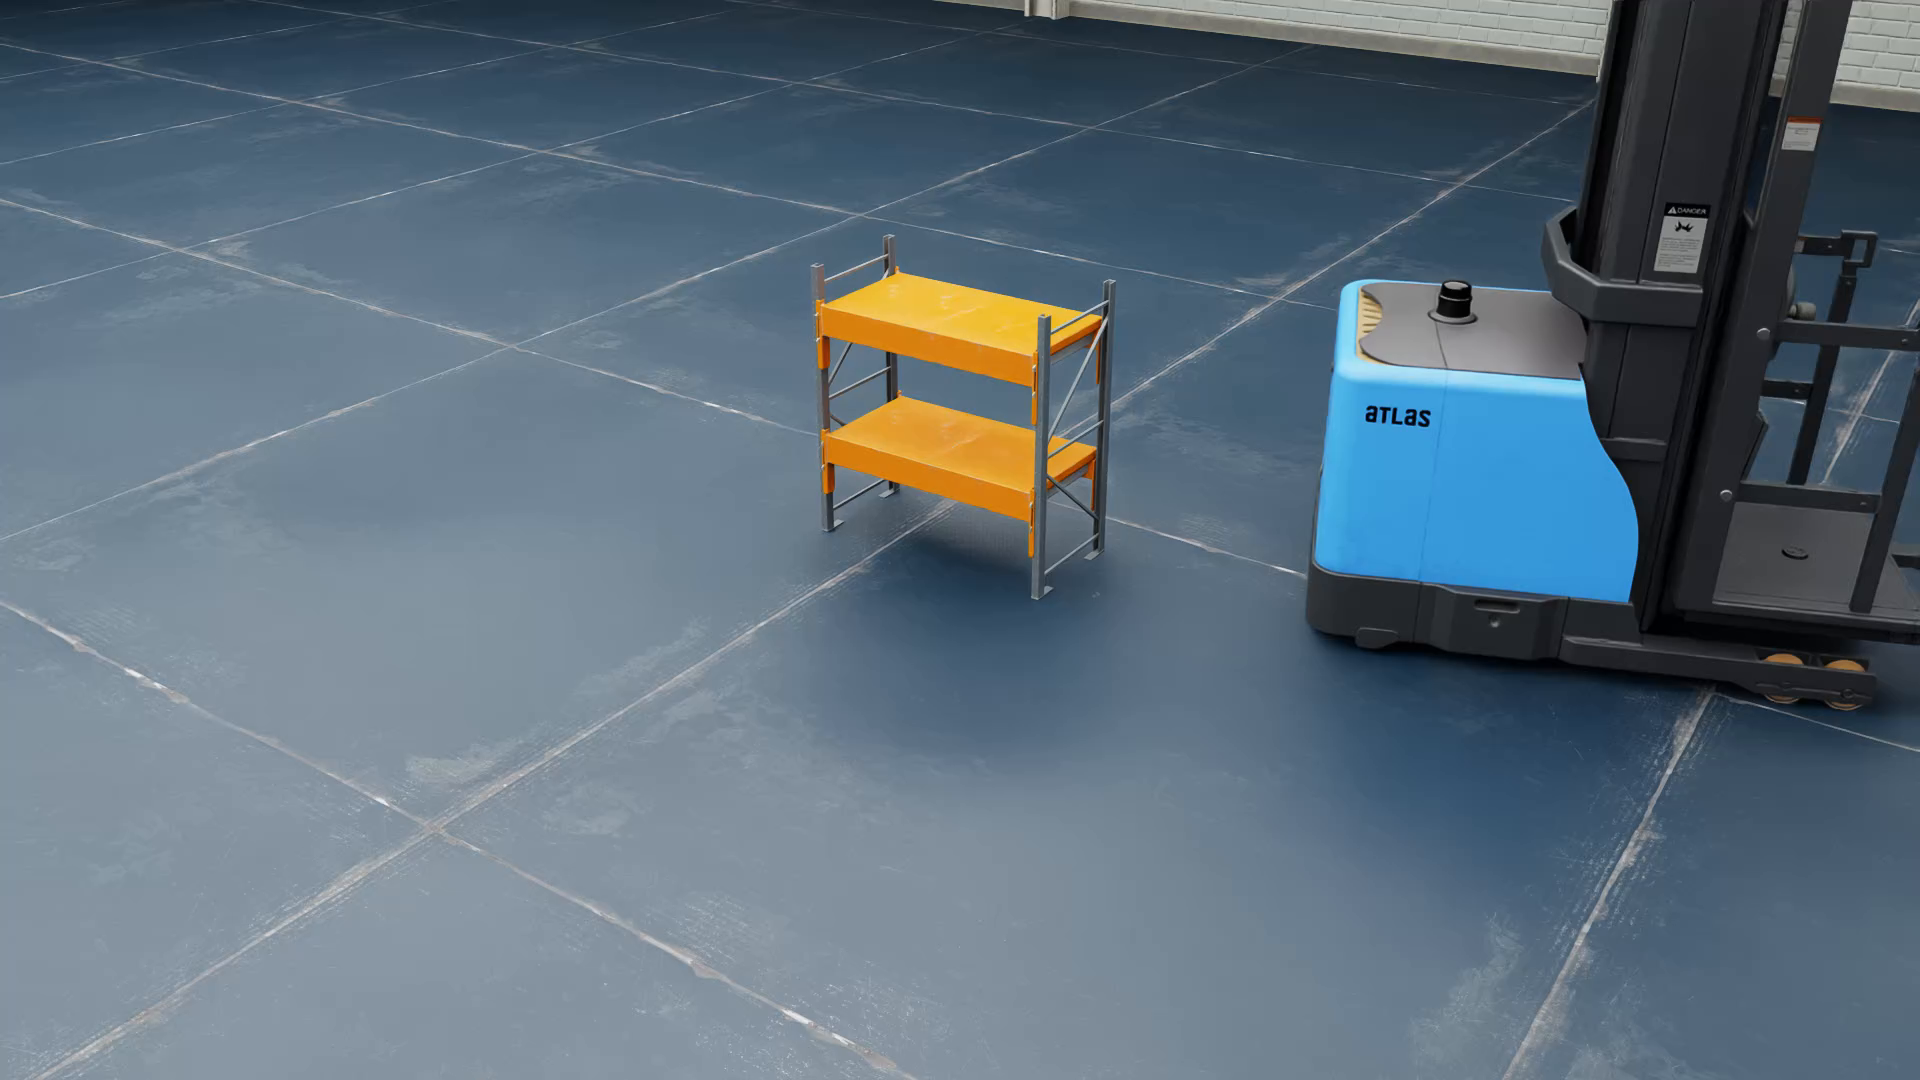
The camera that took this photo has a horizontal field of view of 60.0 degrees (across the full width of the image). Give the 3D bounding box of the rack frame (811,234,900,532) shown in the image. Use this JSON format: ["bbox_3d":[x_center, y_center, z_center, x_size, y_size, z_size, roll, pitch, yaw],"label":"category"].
[{"bbox_3d":[-0.413,-0.630,6.748,0.032,1.125,0.500,17,32,30],"label":"rack frame"}]

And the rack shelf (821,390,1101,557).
[{"bbox_3d":[0.006,-0.282,6.602,1.000,0.278,0.538,17,32,30],"label":"rack shelf"}]

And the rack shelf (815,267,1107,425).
[{"bbox_3d":[0.006,-0.760,6.359,1.000,0.278,0.538,17,32,30],"label":"rack shelf"}]

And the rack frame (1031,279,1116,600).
[{"bbox_3d":[0.425,-0.369,6.235,0.032,1.125,0.500,17,32,30],"label":"rack frame"}]

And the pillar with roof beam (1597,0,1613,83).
[{"bbox_3d":[3.442,-6.456,9.513,0.400,9.000,9.100,17,32,30],"label":"pillar with roof beam"}]

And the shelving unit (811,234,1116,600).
[{"bbox_3d":[0.006,-0.500,6.491,1.048,1.125,0.538,17,32,30],"label":"shelving unit"}]

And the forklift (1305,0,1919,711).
[{"bbox_3d":[2.824,-0.996,5.475,3.031,2.935,1.130,6,28,11],"label":"forklift"}]

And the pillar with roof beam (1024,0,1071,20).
[{"bbox_3d":[-1.504,-7.996,12.541,0.400,9.000,9.100,17,32,30],"label":"pillar with roof beam"}]
